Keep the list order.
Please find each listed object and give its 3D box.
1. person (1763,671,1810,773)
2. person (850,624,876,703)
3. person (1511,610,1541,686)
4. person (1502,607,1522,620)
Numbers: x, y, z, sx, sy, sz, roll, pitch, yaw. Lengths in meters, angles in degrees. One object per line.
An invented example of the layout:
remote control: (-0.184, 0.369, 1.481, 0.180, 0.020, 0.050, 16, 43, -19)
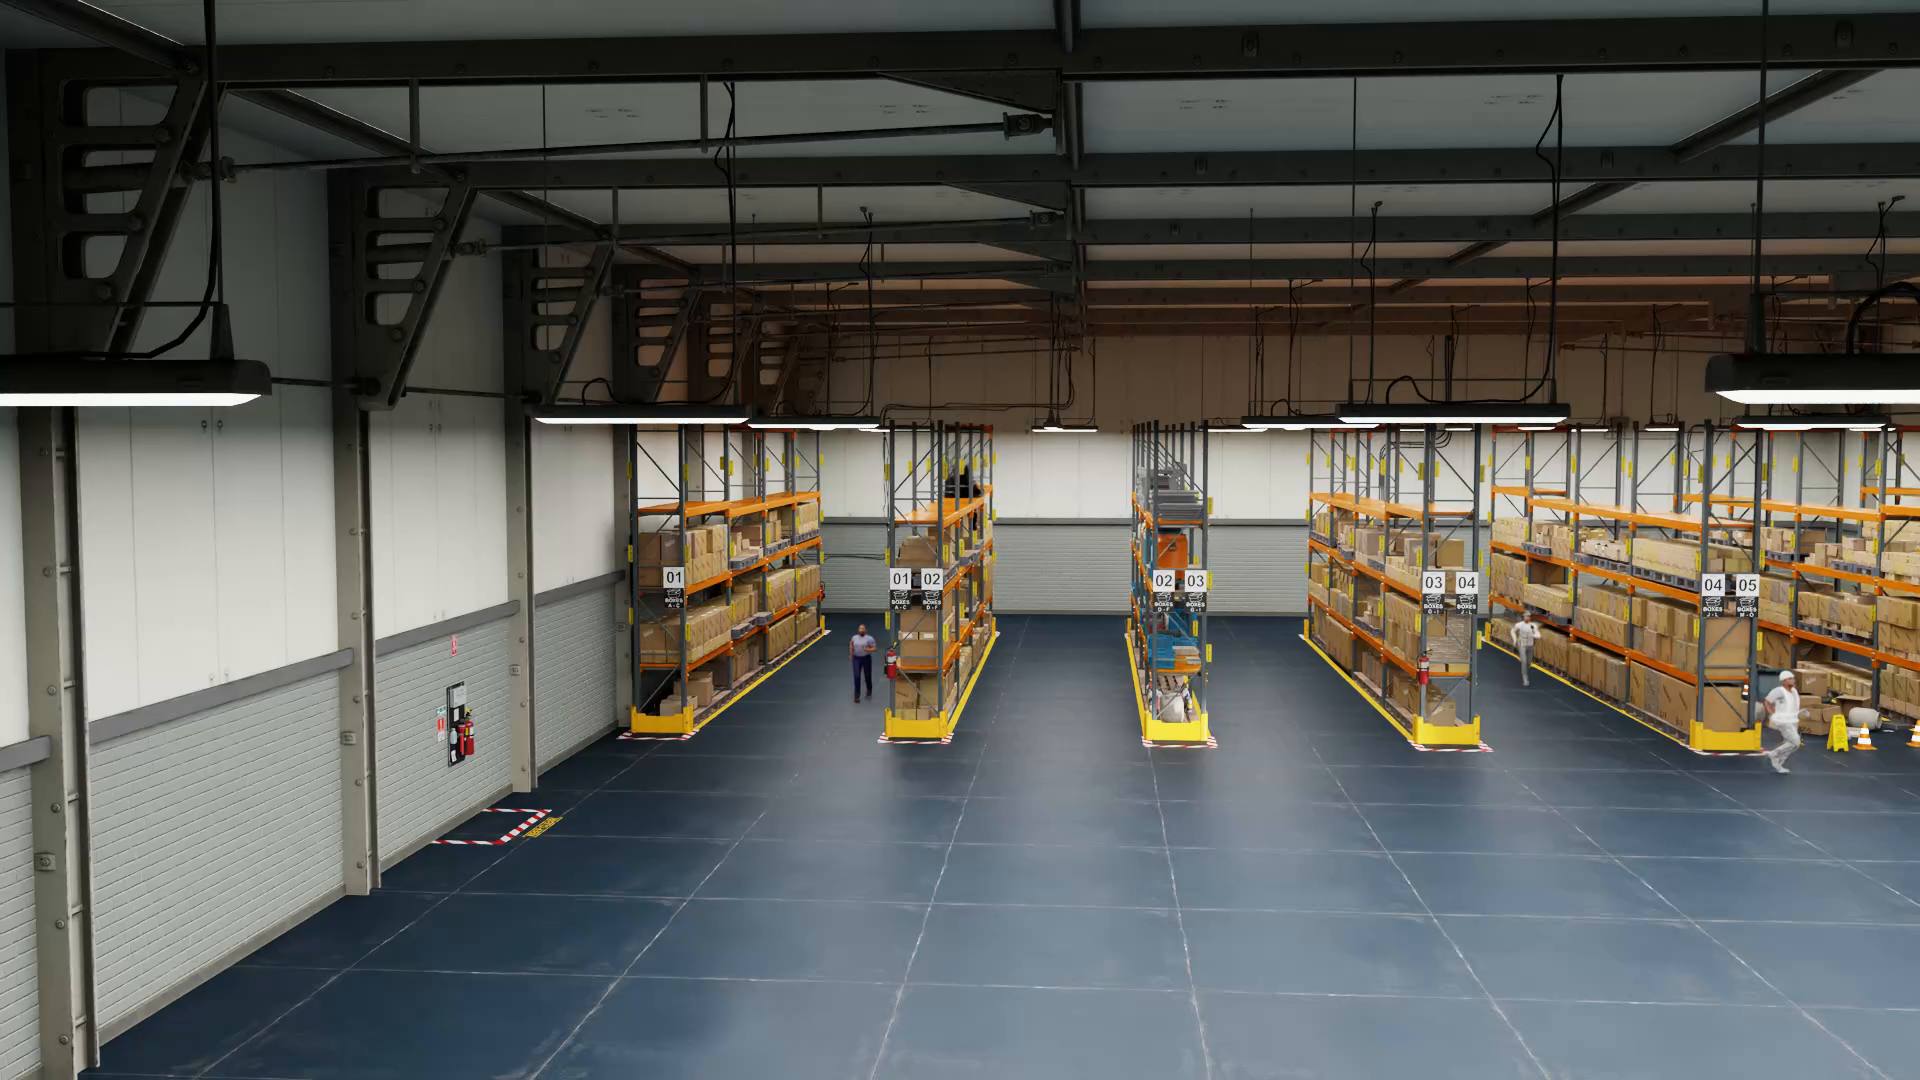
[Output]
person: (13.956, 3.071, 27.987, 0.679, 1.735, 0.592, -3, 4, -35)
person: (-2.098, 2.626, 35.763, 0.607, 1.624, 0.941, 0, 4, 4)
person: (12.977, 2.441, 38.112, 0.610, 1.684, 0.938, 0, 4, 5)
person: (15.833, 1.860, 47.536, 0.710, 1.782, 0.671, -4, 5, -44)
